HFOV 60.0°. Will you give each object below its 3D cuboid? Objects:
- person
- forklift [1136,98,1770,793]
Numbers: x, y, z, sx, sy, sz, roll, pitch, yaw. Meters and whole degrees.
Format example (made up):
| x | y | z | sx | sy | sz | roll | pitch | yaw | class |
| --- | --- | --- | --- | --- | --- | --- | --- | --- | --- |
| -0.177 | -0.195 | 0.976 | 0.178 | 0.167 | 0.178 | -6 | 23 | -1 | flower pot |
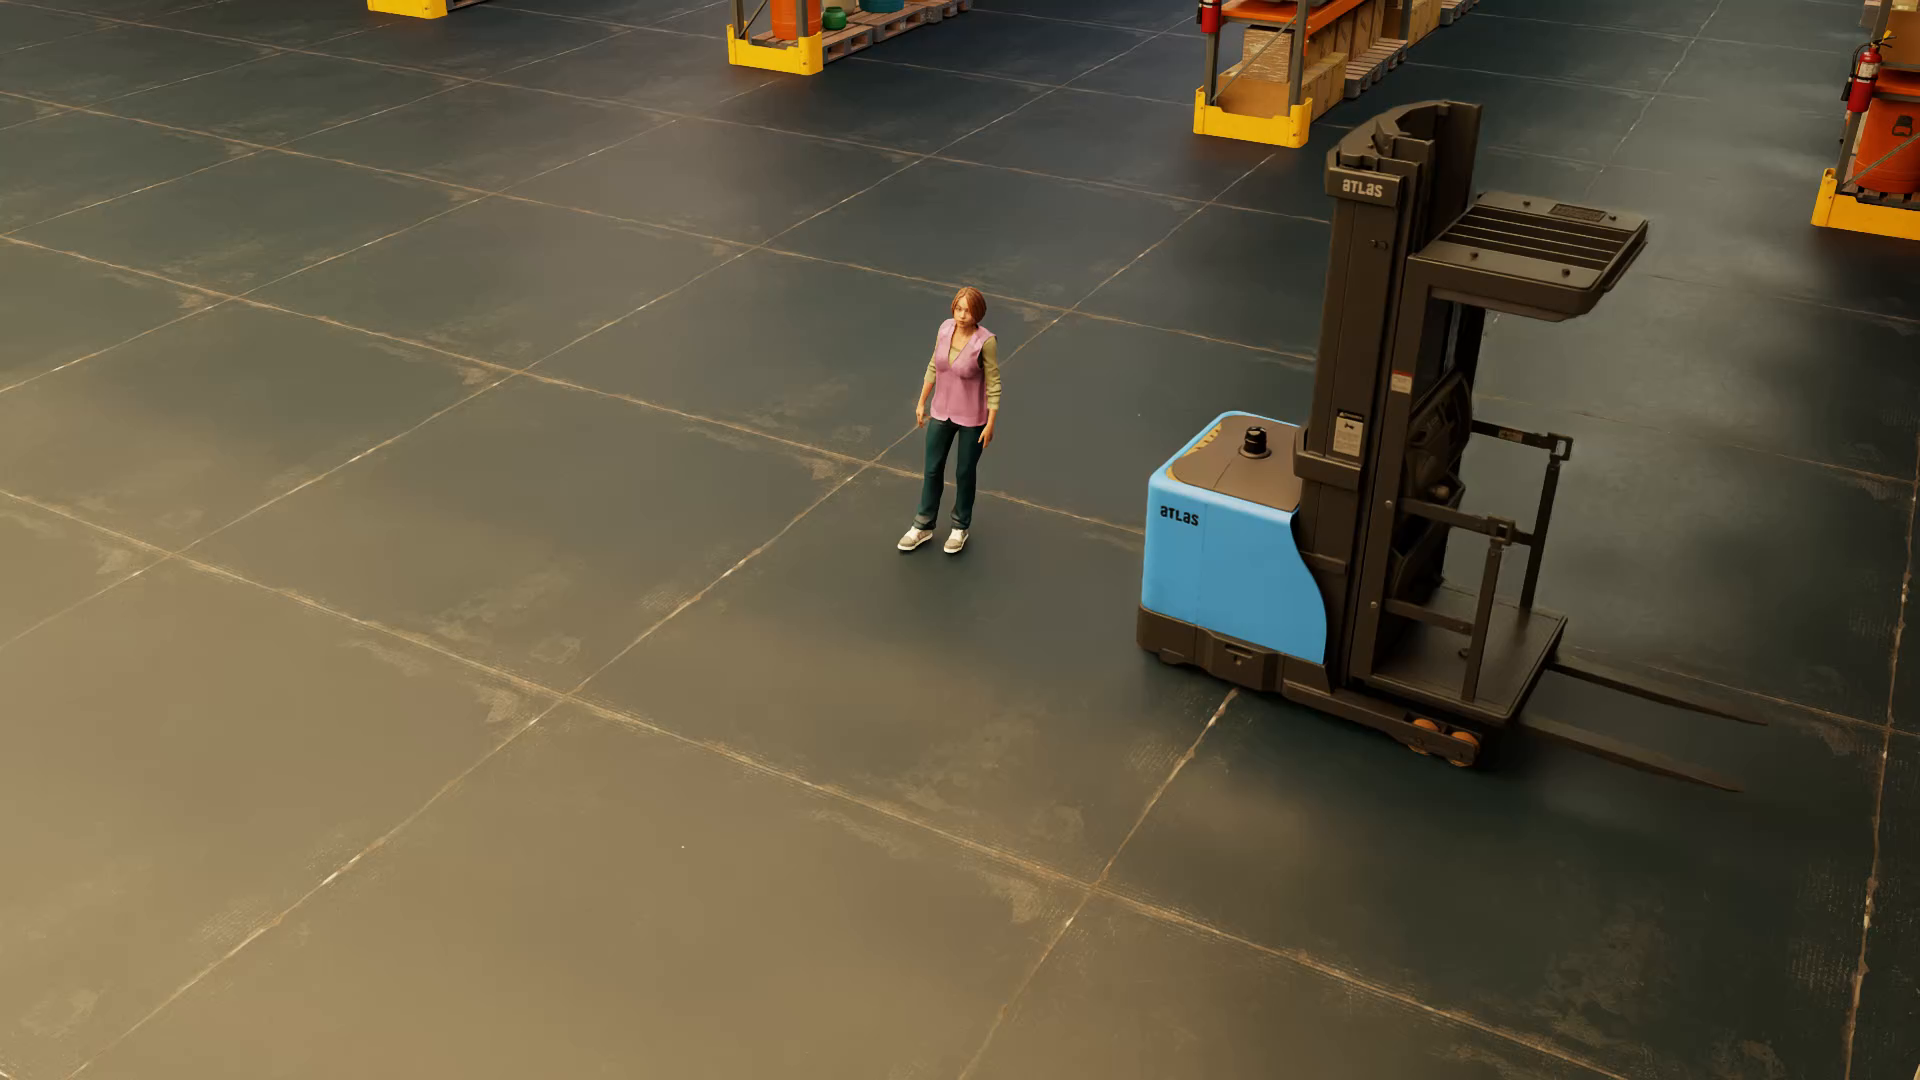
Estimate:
| x | y | z | sx | sy | sz | roll | pitch | yaw | class |
| --- | --- | --- | --- | --- | --- | --- | --- | --- | --- |
| -0.048 | -0.669 | 9.550 | 0.520 | 1.596 | 0.476 | 15 | 33 | 25 | person |
| 2.466 | -0.472 | 7.888 | 3.031 | 2.935 | 1.130 | 17 | 34 | 27 | forklift |
